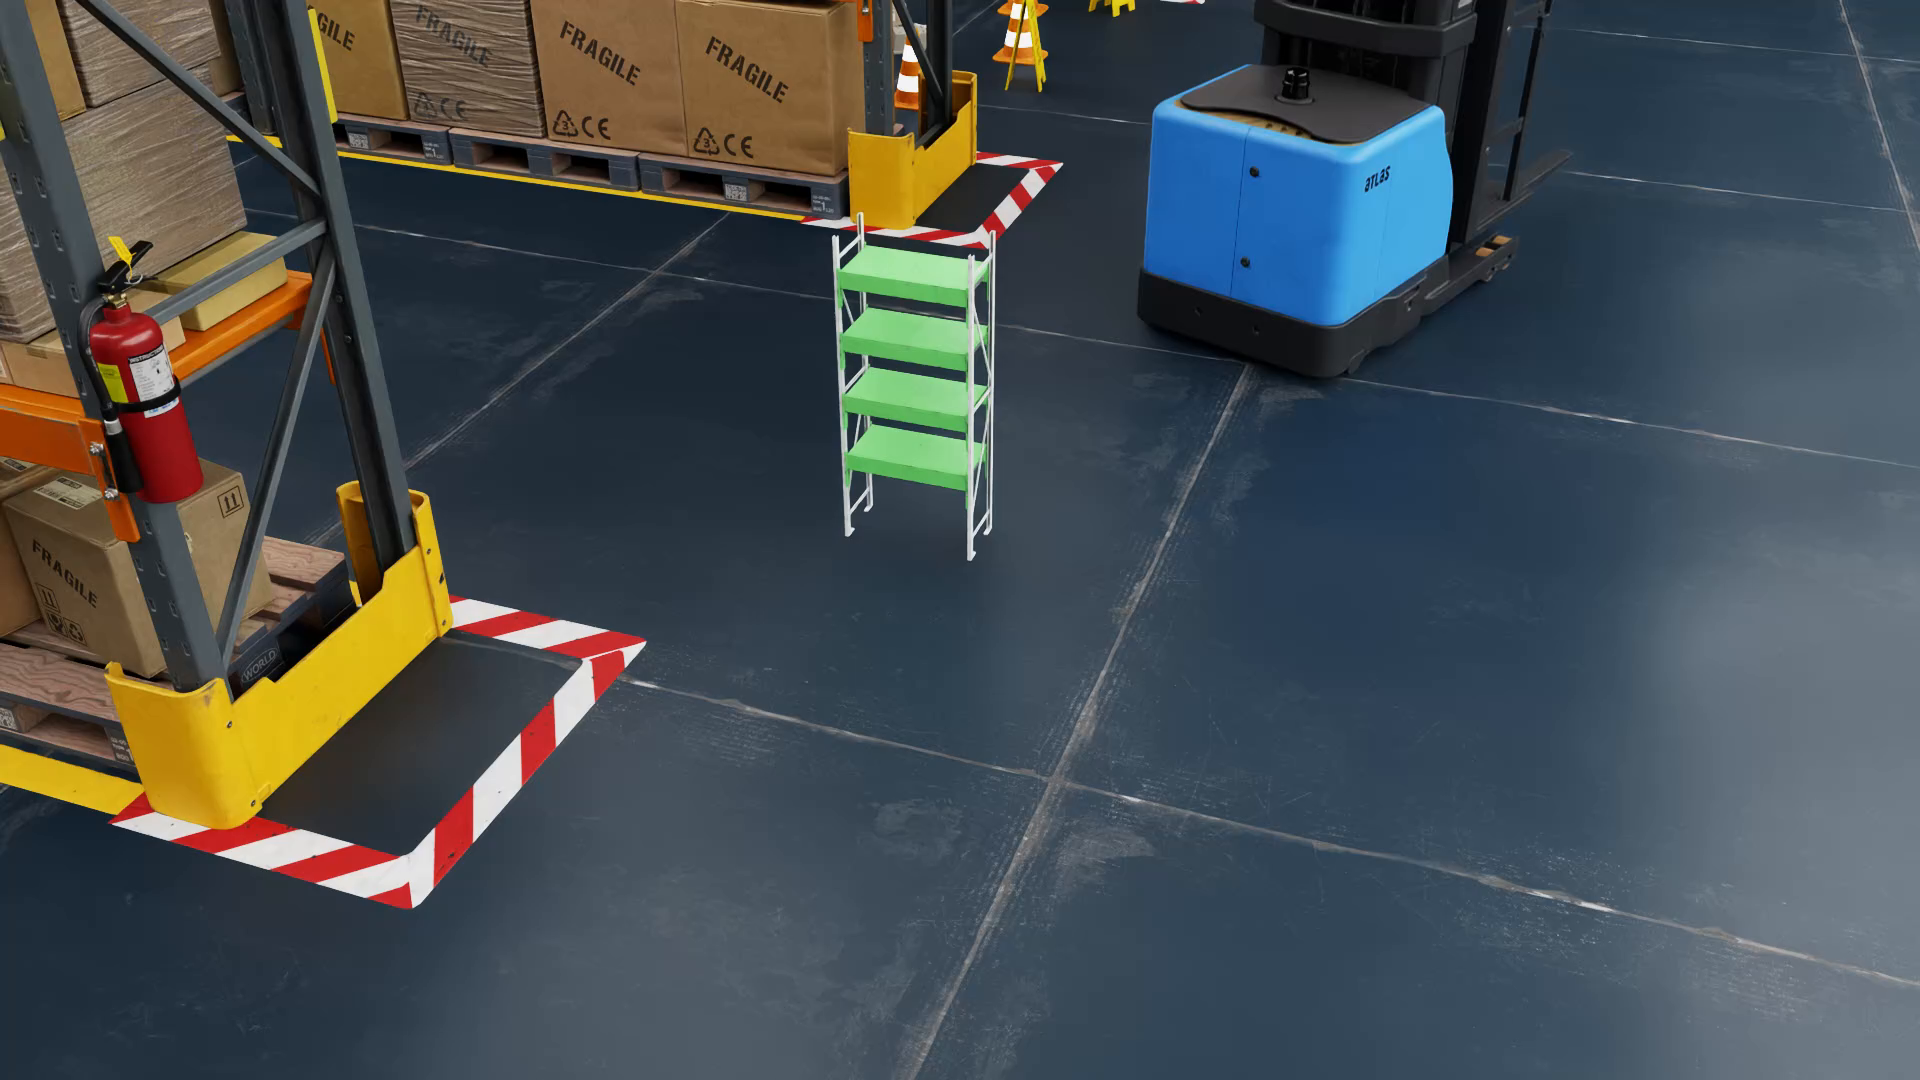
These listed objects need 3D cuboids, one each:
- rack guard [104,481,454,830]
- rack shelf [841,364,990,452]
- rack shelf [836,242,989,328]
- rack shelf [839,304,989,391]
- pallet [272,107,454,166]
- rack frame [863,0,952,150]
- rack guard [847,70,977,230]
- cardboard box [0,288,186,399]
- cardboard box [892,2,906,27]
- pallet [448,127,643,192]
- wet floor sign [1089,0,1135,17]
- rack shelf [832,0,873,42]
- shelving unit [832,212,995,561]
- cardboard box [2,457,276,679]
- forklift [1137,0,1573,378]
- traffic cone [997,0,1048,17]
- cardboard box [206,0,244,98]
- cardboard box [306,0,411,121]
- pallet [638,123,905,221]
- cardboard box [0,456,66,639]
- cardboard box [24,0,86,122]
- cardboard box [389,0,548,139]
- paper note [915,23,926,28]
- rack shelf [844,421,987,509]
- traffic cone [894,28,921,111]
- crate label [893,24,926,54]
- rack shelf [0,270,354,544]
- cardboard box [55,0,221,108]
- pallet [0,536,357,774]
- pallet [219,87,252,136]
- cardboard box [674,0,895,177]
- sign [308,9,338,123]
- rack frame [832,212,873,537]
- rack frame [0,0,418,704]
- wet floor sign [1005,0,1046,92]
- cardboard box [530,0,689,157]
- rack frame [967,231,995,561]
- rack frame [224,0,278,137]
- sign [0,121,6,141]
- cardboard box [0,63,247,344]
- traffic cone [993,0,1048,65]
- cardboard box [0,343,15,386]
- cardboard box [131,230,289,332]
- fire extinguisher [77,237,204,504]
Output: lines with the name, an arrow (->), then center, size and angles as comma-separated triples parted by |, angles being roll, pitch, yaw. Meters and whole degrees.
rack guard -> -2.108, 0.328, 5.281 | 0.348, 0.500, 1.175 | 11, 34, 16
rack shelf -> -0.156, -0.481, 6.006 | 0.480, 0.148, 0.258 | 11, 34, 16
rack shelf -> -0.156, -0.884, 5.746 | 0.480, 0.148, 0.258 | 11, 34, 16
rack shelf -> -0.156, -0.682, 5.876 | 0.480, 0.148, 0.258 | 11, 34, 16
pallet -> -3.344, -2.603, 10.088 | 1.213, 0.211, 1.003 | 11, 34, 16
rack frame -> -0.268, -3.222, 8.475 | 0.127, 3.000, 1.000 | 11, 34, 16
rack guard -> -0.245, -2.168, 9.146 | 0.348, 0.500, 1.175 | 11, 34, 16
cardboard box -> -2.374, -0.549, 4.567 | 0.250, 0.149, 0.380 | 11, 34, 16
cardboard box -> -0.607, -3.779, 11.966 | 0.380, 0.149, 0.250 | -25, 40, -33
pallet -> -2.191, -2.381, 9.743 | 1.213, 0.211, 1.003 | 11, 34, 16
wet floor sign -> 1.125, -4.198, 12.157 | 0.232, 0.644, 0.267 | 24, 40, 32
rack shelf -> -2.150, -3.286, 9.237 | 4.000, 0.370, 1.077 | 11, 34, 16
shelving unit -> -0.156, -0.534, 5.971 | 0.503, 1.200, 0.258 | 11, 34, 16
cardboard box -> -2.618, 0.043, 5.335 | 0.500, 0.500, 0.500 | 18, 37, 25
forklift -> 2.150, -2.664, 7.674 | 1.130, 2.935, 3.031 | 24, 40, 32
traffic cone -> 0.467, -4.122, 12.208 | 0.334, 0.463, 0.336 | 11, 34, 16
cardboard box -> -4.648, -3.253, 10.210 | 0.750, 0.750, 1.050 | 11, 34, 16
cardboard box -> -3.465, -3.087, 9.838 | 0.875, 0.875, 0.875 | 12, 35, 17
pallet -> -1.047, -2.157, 9.396 | 1.213, 0.211, 1.003 | 11, 34, 16
cardboard box -> -3.192, -0.049, 5.478 | 0.500, 0.500, 0.500 | 21, 38, 29
cardboard box -> -2.637, -1.269, 4.163 | 0.500, 0.500, 0.500 | 11, 34, 16
cardboard box -> -2.615, -2.924, 9.585 | 0.875, 0.875, 0.875 | 11, 35, 17
paper note -> -0.254, -3.677, 11.918 | 0.142, 0.019, 0.148 | 0, 33, 0
rack shelf -> -0.156, -0.279, 6.136 | 0.480, 0.148, 0.258 | 11, 34, 16
traffic cone -> -0.288, -2.979, 10.437 | 0.334, 0.463, 0.336 | 11, 34, 16
crate label -> -0.348, -3.469, 11.496 | 0.298, 0.136, 0.250 | -6, 33, -9
rack shelf -> -3.919, -0.772, 5.343 | 4.000, 0.370, 1.077 | 11, 34, 16
cardboard box -> -2.462, -1.535, 4.574 | 0.500, 0.500, 0.500 | 11, 34, 16
pallet -> -2.860, 0.283, 5.617 | 1.213, 0.211, 1.003 | 11, 34, 16
pallet -> -4.785, -2.885, 10.524 | 1.213, 0.211, 1.003 | 11, 34, 16
cardboard box -> -0.928, -2.596, 9.077 | 0.875, 0.875, 0.875 | 11, 35, 17
sign -> -1.853, -1.349, 4.775 | 0.005, 0.325, 0.100 | 11, 34, 16
rack frame -> -0.386, -0.579, 6.041 | 0.015, 1.200, 0.240 | 11, 34, 16
rack frame -> -2.036, -0.708, 4.581 | 0.127, 3.000, 1.000 | 11, 34, 16
wet floor sign -> 0.428, -3.239, 10.671 | 0.232, 0.644, 0.267 | 5, 33, 8
cardboard box -> -1.757, -2.756, 9.325 | 0.875, 0.875, 0.875 | 10, 34, 16
rack frame -> 0.074, -0.490, 5.902 | 0.015, 1.200, 0.240 | 11, 34, 16
rack frame -> -4.033, -3.954, 9.609 | 0.127, 3.000, 1.000 | 11, 34, 16
sign -> -2.242, -1.047, 3.748 | 0.005, 0.325, 0.100 | 11, 34, 16
cardboard box -> -2.544, -0.990, 4.651 | 0.500, 0.500, 0.875 | 11, 34, 16
traffic cone -> 0.413, -3.493, 11.234 | 0.334, 0.463, 0.336 | 11, 34, 16
cardboard box -> -2.609, -0.595, 4.638 | 0.250, 0.149, 0.380 | 11, 34, 16
cardboard box -> -2.224, -0.776, 4.919 | 0.250, 0.149, 0.380 | 11, 34, 16
fire extinguisher -> -2.084, -0.419, 4.205 | 0.183, 0.674, 0.296 | 11, 34, 16
